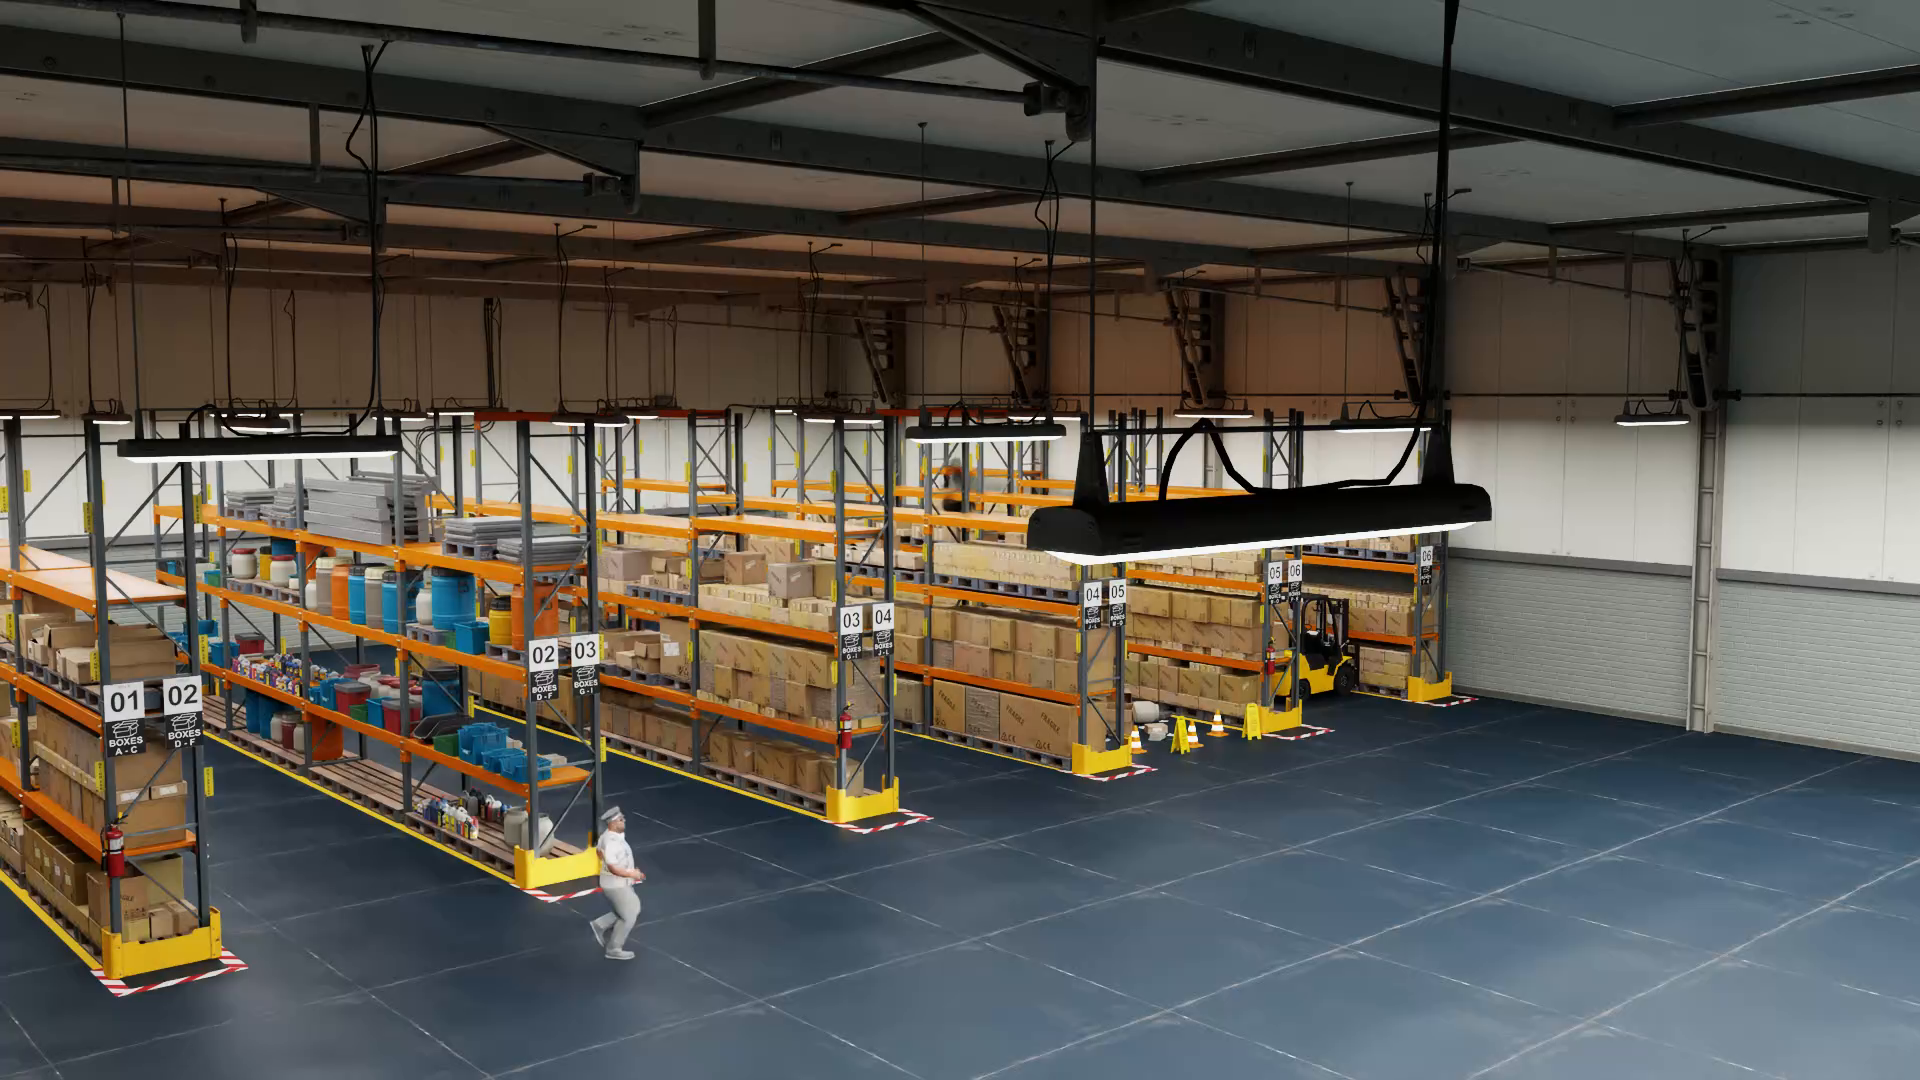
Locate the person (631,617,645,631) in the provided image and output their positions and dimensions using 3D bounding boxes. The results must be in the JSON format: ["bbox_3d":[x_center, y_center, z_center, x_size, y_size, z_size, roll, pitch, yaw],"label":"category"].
[{"bbox_3d":[-8.061,1.832,41.460,0.569,1.685,0.884,5,7,42],"label":"person"}]

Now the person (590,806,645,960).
[{"bbox_3d":[-3.833,3.836,18.634,0.573,1.743,0.664,-1,5,-16],"label":"person"}]
